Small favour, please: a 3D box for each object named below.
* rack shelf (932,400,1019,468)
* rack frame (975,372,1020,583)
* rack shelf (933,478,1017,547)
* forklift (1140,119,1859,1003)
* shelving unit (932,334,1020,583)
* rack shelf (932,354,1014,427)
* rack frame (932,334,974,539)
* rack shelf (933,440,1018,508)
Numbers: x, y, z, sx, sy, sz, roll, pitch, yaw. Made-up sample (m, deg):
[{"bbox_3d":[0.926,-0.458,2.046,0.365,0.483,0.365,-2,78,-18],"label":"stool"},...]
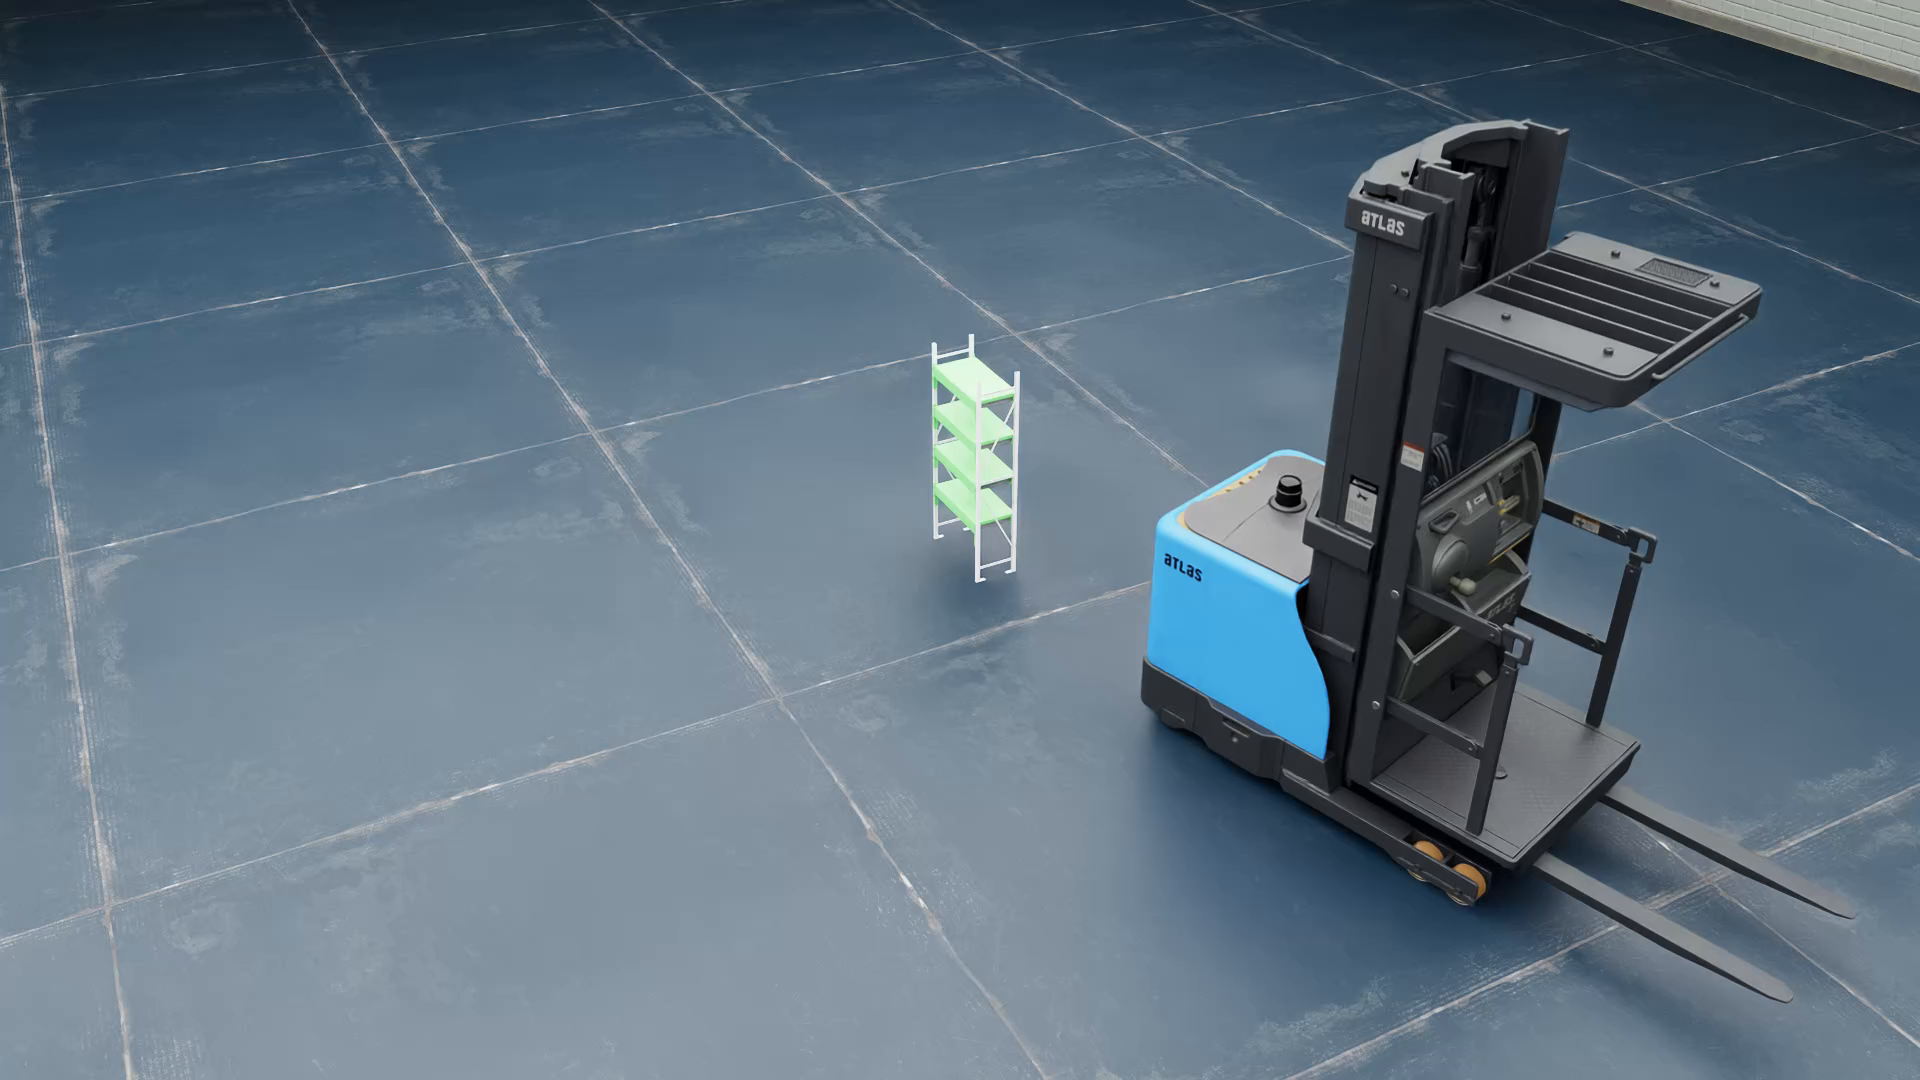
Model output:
[{"bbox_3d":[0.077,-0.574,8.727,0.258,0.148,0.480,-16,36,-23],"label":"rack shelf"},{"bbox_3d":[0.191,-0.310,8.640,0.240,1.200,0.015,-16,36,-23],"label":"rack frame"},{"bbox_3d":[0.077,-0.170,8.986,0.258,0.148,0.480,-16,36,-23],"label":"rack shelf"},{"bbox_3d":[2.254,-0.036,6.609,1.130,2.935,3.031,-28,42,-36],"label":"forklift"},{"bbox_3d":[0.077,-0.426,8.822,0.258,1.200,0.503,-16,36,-23],"label":"shelving unit"},{"bbox_3d":[0.077,-0.777,8.597,0.258,0.148,0.480,-16,36,-23],"label":"rack shelf"},{"bbox_3d":[-0.037,-0.543,9.003,0.240,1.200,0.015,-16,36,-23],"label":"rack frame"},{"bbox_3d":[0.077,-0.372,8.856,0.258,0.148,0.480,-16,36,-23],"label":"rack shelf"}]
